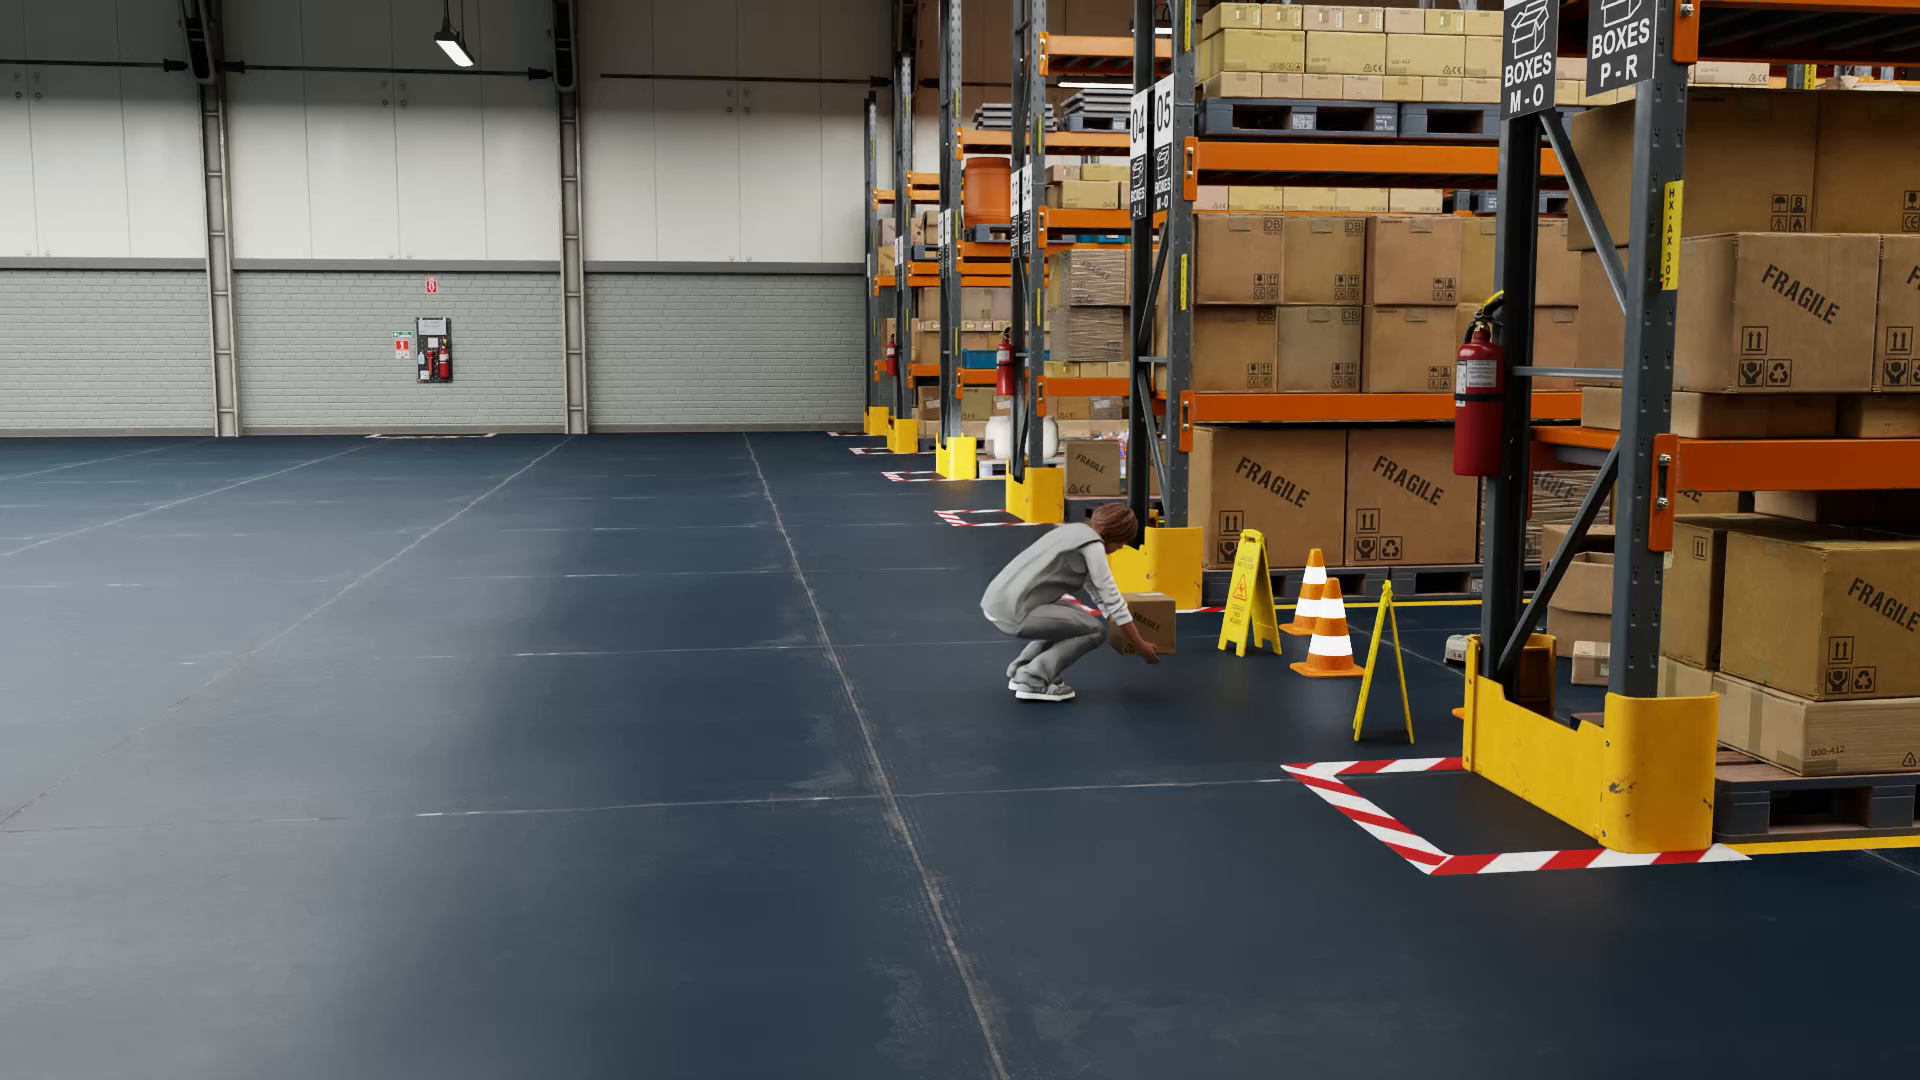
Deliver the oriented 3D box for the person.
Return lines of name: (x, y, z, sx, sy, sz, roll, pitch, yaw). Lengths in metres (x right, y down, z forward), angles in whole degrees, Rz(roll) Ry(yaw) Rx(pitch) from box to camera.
person: (0.495, 0.275, 7.630, 0.817, 0.888, 0.445, -1, 7, -9)
